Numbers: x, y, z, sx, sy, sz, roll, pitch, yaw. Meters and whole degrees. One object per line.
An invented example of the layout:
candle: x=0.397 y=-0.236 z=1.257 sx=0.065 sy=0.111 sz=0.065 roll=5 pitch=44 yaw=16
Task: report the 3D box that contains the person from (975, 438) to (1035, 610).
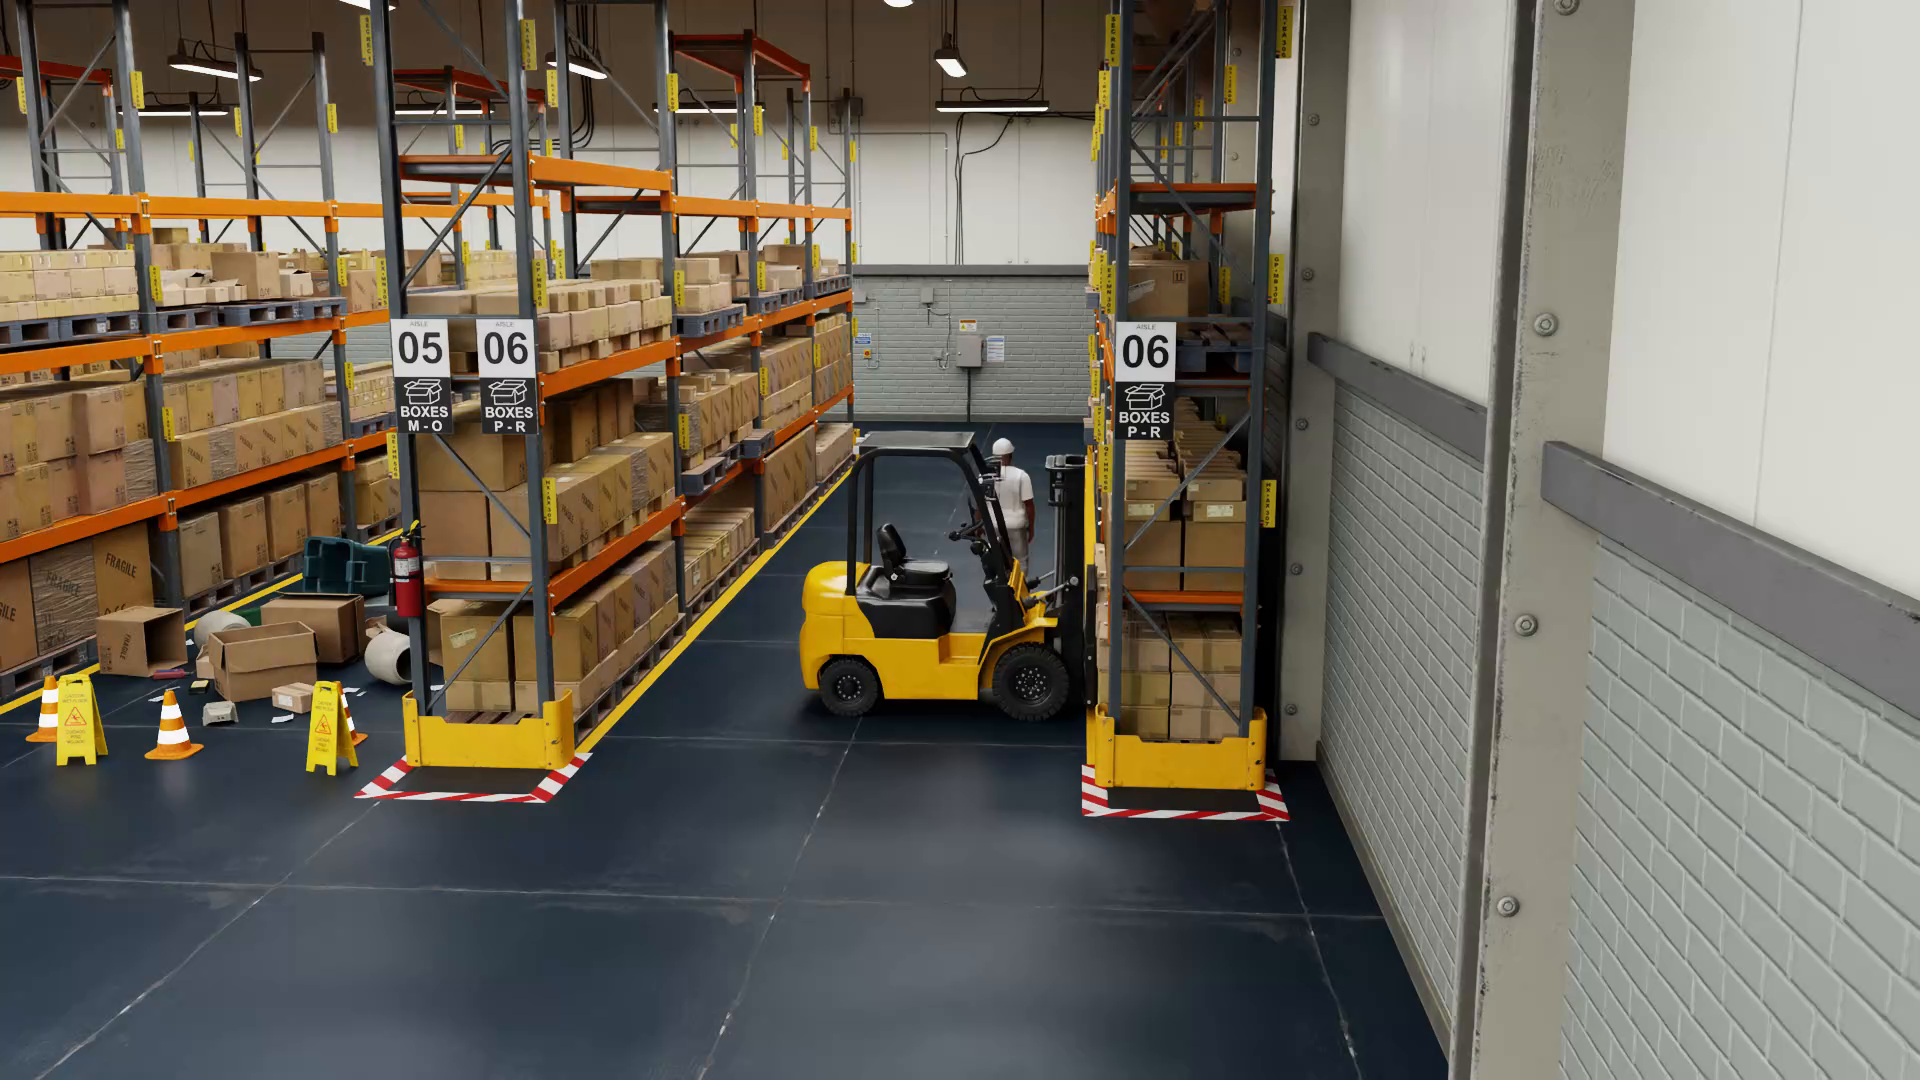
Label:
person: x=0.442 y=-0.127 z=16.479 sx=0.601 sy=1.777 sz=0.404 roll=2 pitch=11 yaw=9
